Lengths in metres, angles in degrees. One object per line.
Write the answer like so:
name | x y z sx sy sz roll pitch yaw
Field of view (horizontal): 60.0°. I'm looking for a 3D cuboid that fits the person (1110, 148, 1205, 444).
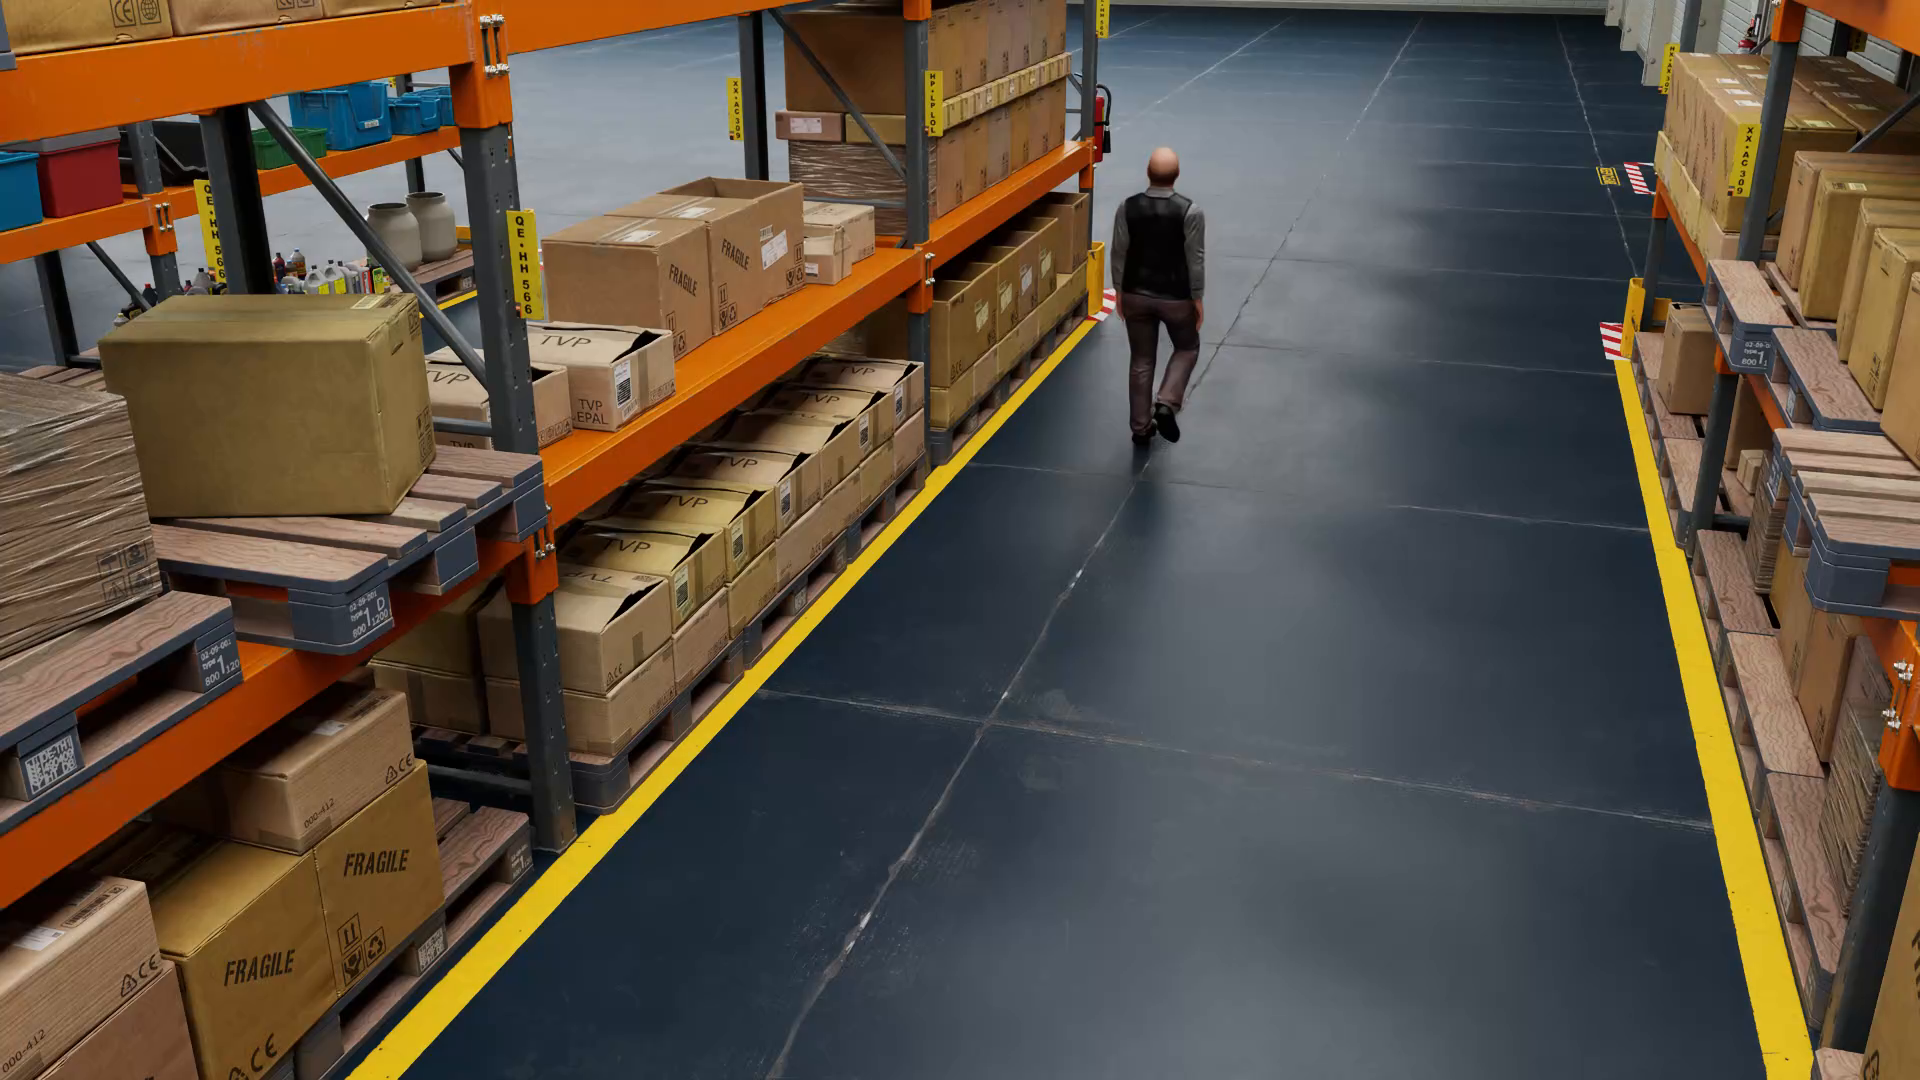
person | 1.147 -1.401 9.560 0.555 1.709 0.470 7 23 17
